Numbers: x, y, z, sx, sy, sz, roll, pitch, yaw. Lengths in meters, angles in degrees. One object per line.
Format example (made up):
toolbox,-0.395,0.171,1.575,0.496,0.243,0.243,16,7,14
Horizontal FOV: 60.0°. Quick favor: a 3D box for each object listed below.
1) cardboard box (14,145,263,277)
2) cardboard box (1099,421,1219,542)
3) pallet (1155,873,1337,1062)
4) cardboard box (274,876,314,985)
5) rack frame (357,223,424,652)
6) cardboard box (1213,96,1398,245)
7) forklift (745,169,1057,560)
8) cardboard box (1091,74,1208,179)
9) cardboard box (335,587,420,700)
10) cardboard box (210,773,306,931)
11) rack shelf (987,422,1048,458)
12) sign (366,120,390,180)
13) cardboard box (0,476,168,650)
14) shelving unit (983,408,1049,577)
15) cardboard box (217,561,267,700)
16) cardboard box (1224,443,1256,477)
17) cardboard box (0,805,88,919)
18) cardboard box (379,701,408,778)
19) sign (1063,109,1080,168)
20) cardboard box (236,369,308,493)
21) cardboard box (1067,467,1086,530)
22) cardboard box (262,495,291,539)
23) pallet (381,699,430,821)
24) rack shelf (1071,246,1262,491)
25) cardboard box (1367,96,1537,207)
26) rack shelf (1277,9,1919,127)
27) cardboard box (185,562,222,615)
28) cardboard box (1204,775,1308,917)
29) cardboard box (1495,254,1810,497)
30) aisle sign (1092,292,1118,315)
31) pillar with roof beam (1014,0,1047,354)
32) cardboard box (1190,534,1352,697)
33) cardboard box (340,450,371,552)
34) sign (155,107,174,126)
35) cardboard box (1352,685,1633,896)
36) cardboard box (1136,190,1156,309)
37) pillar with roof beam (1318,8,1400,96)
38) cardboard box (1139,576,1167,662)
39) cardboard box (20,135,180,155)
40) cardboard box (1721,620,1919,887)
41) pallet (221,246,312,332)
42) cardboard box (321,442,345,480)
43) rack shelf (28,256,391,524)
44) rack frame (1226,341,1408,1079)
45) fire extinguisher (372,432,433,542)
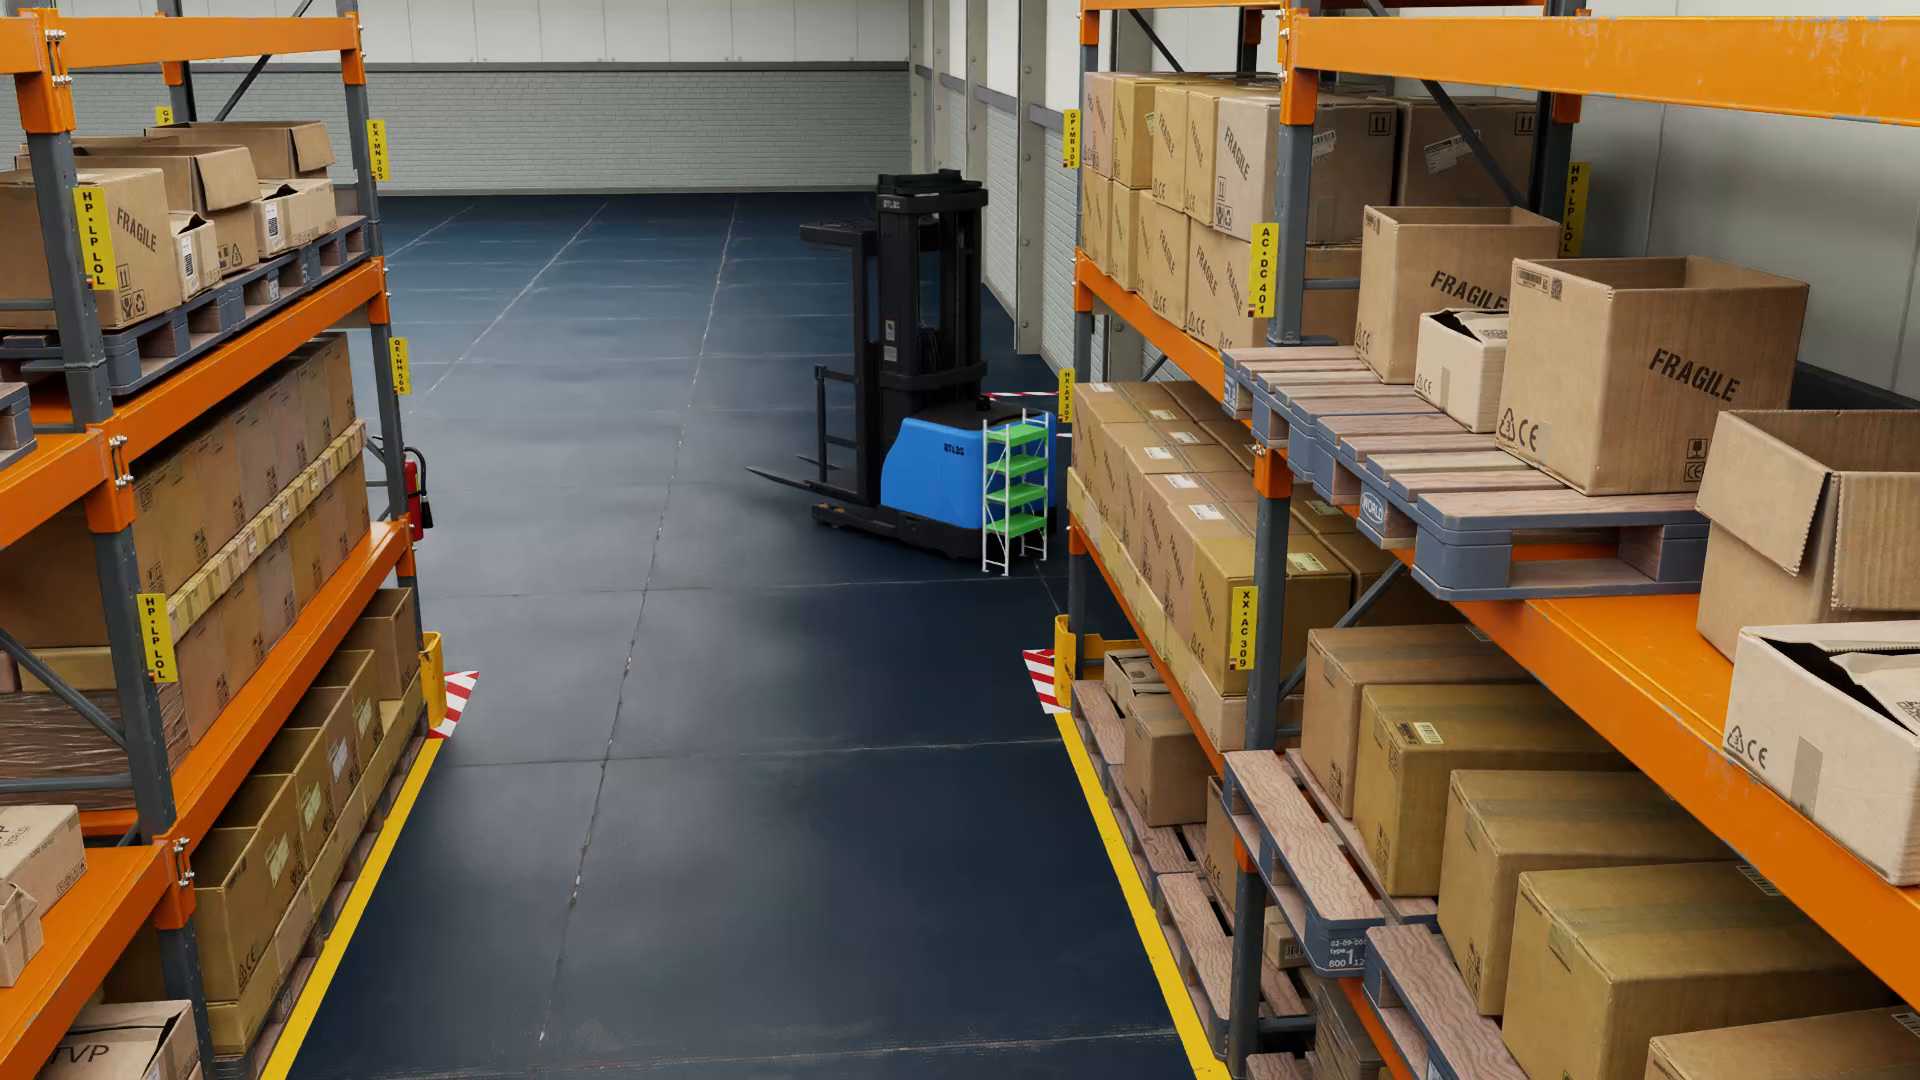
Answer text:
cardboard box,-3.375,-1.366,6.904,0.797,0.503,0.637,0,17,0
cardboard box,1.022,-0.312,8.628,0.500,0.500,0.500,-2,18,-7
pallet,1.492,1.854,7.420,1.003,0.211,1.213,-2,18,-6
cardboard box,-3.124,1.691,7.171,0.500,0.250,0.500,-2,18,-6
rack frame,-3.743,-0.315,9.673,1.000,3.000,0.127,-2,18,-6
cardboard box,1.275,-1.384,6.200,0.500,0.500,0.500,-3,18,-10
forklift,-0.619,-1.597,13.870,3.031,2.935,1.130,16,24,41
cardboard box,0.983,-2.161,8.677,0.500,0.500,0.500,-2,18,-6
cardboard box,-3.392,0.589,9.430,0.500,0.500,0.500,-2,18,-6
cardboard box,-3.127,1.334,7.059,0.500,0.500,0.500,-2,18,-6
rack shelf,0.431,-0.768,12.733,0.258,0.148,0.480,14,22,37
sign,-3.202,-2.144,9.143,0.100,0.325,0.005,-2,18,-6
cardboard box,-3.383,0.078,6.088,0.700,0.500,0.500,-2,18,-5
shelving unit,0.431,-0.372,12.857,0.258,1.200,0.503,14,22,37
cardboard box,-3.492,0.390,7.259,0.700,0.500,0.500,-2,17,-5
cardboard box,1.595,-0.177,8.198,0.500,0.500,0.500,-2,17,-5
cardboard box,-3.237,1.093,5.437,0.500,0.250,0.500,-1,17,-2
cardboard box,-3.331,1.096,9.069,0.500,0.250,0.500,-2,18,-6
sign,0.644,-2.301,9.531,0.100,0.325,0.005,-2,18,-6
cardboard box,-3.590,-0.520,7.993,0.700,0.500,0.500,-2,18,-5
cardboard box,0.918,-0.252,9.689,0.500,0.250,0.500,-2,18,-7
cardboard box,-3.352,-0.102,7.745,0.380,0.149,0.250,-2,18,-6
pallet,-3.623,1.242,9.369,1.003,0.211,1.213,-2,18,-6
rack shelf,1.390,-0.961,7.925,1.077,0.370,4.000,-2,18,-6
cardboard box,1.830,-1.398,6.244,0.500,0.500,0.500,-1,17,-4
rack shelf,1.802,-1.010,3.739,1.077,0.370,4.000,-2,18,-6
cardboard box,-3.249,0.204,6.771,0.380,0.149,0.250,-2,18,-6
cardboard box,1.449,1.397,7.658,0.500,0.500,0.500,-3,18,-10
cardboard box,1.700,-0.424,4.144,0.500,0.500,0.500,-2,18,-8
aisle sign,0.878,-1.722,9.814,0.394,0.787,0.004,-2,18,-6
pillar with roof beam,-3.404,-6.592,19.651,9.100,9.000,0.400,-2,18,-6
cardboard box,1.240,0.295,6.694,0.500,0.500,0.500,-2,18,-6
cardboard box,-3.708,-0.223,9.214,0.700,0.500,0.500,-2,18,-6
sign,-4.296,-2.186,9.032,0.100,0.325,0.005,-2,18,-6
cardboard box,1.665,0.784,5.270,0.700,0.500,0.500,0,17,0
cardboard box,1.123,-1.376,7.843,0.500,0.500,0.500,-1,17,-2
pillar with roof beam,-2.166,-3.017,8.263,9.100,9.000,0.400,-2,18,-6
cardboard box,1.135,0.355,7.757,0.500,0.250,0.500,-2,18,-6
cardboard box,-3.844,-1.558,7.522,0.500,0.500,0.500,-2,18,-6
cardboard box,1.666,0.310,2.790,0.500,0.311,0.500,-2,18,-6
pallet,-3.567,-1.128,7.403,1.003,0.211,1.213,-2,18,-6
cardboard box,-3.460,-0.410,8.726,0.380,0.149,0.250,-2,18,-6
rack shelf,-3.537,-0.807,7.434,1.077,0.370,4.000,-2,18,-6
rack frame,1.596,0.722,6.368,1.000,3.000,0.127,-2,18,-6
fire extinguisher,-3.294,-0.328,9.843,0.296,0.674,0.183,-2,18,-6
